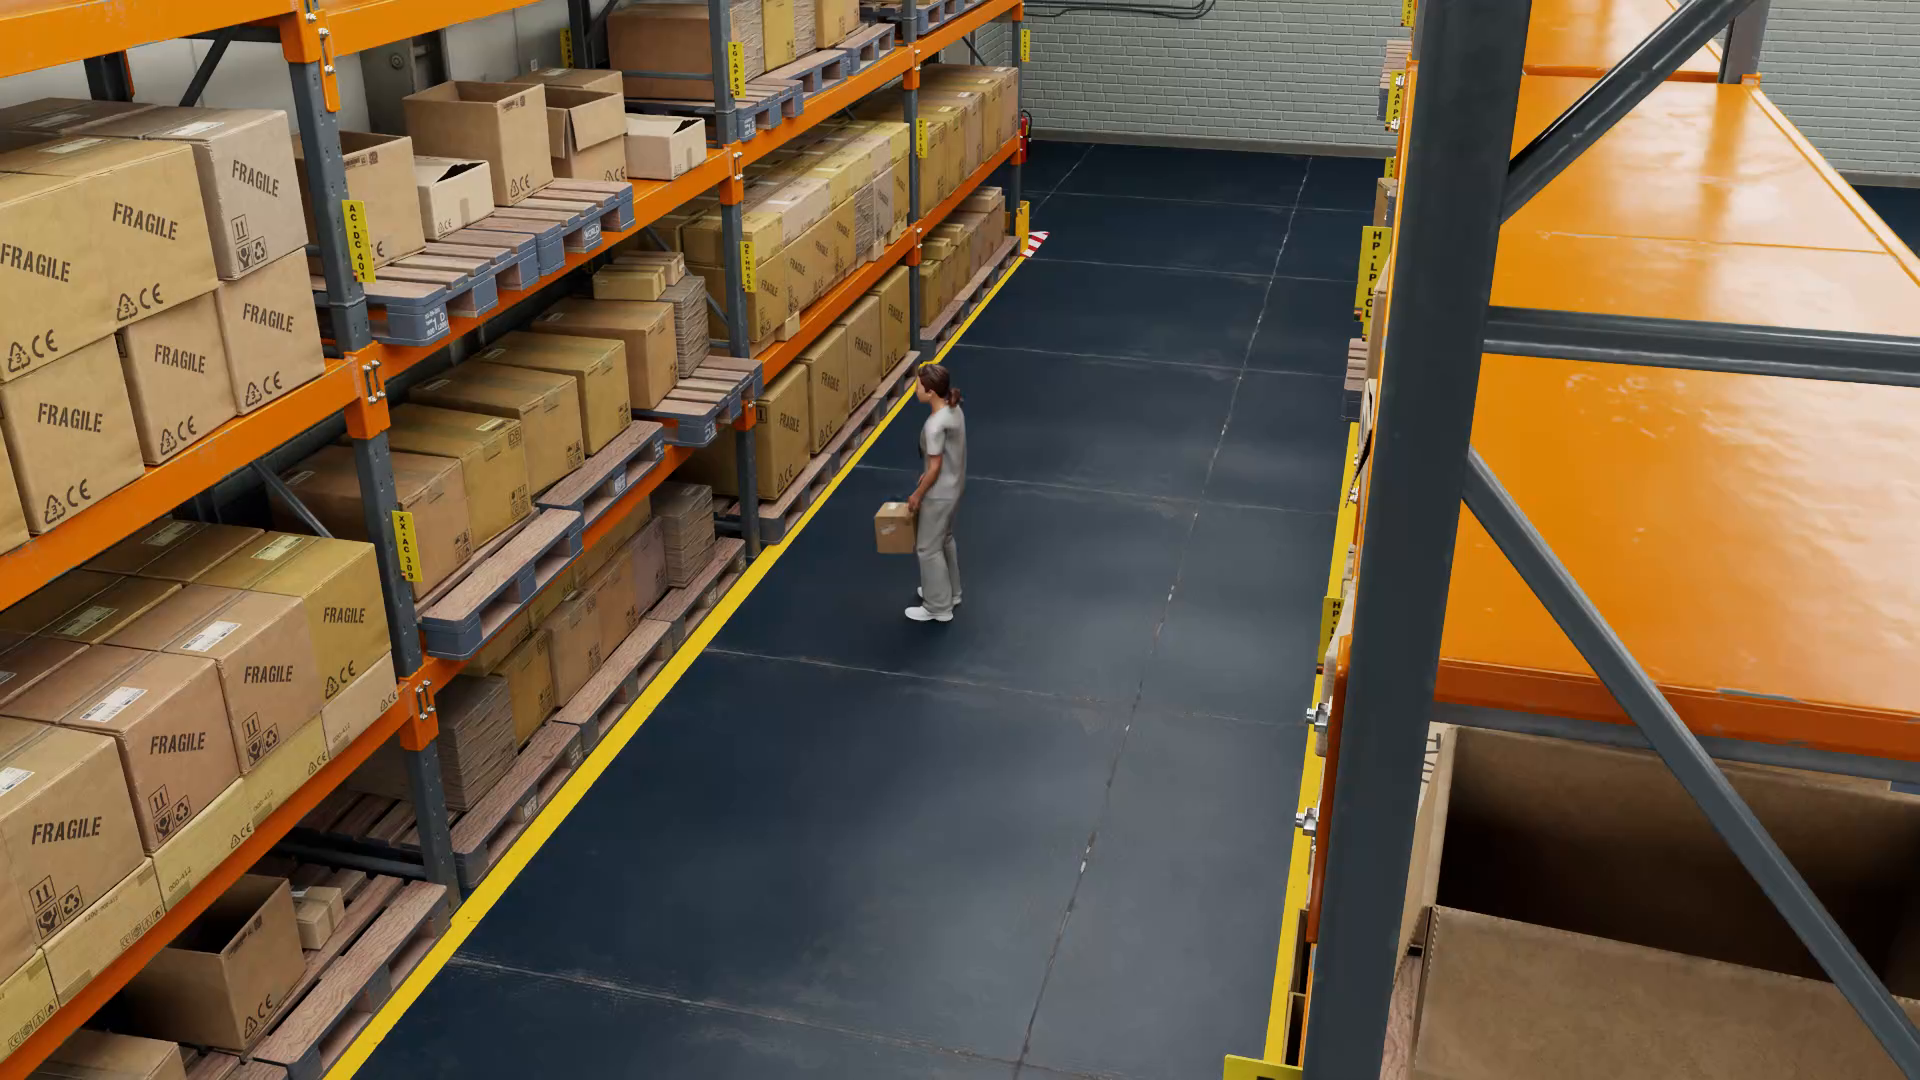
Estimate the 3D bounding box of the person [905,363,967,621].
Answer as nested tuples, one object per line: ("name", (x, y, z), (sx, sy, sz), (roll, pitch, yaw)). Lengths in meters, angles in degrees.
("person", (-0.146, -0.301, 10.329), (0.364, 1.676, 0.473), (6, 26, 12))
